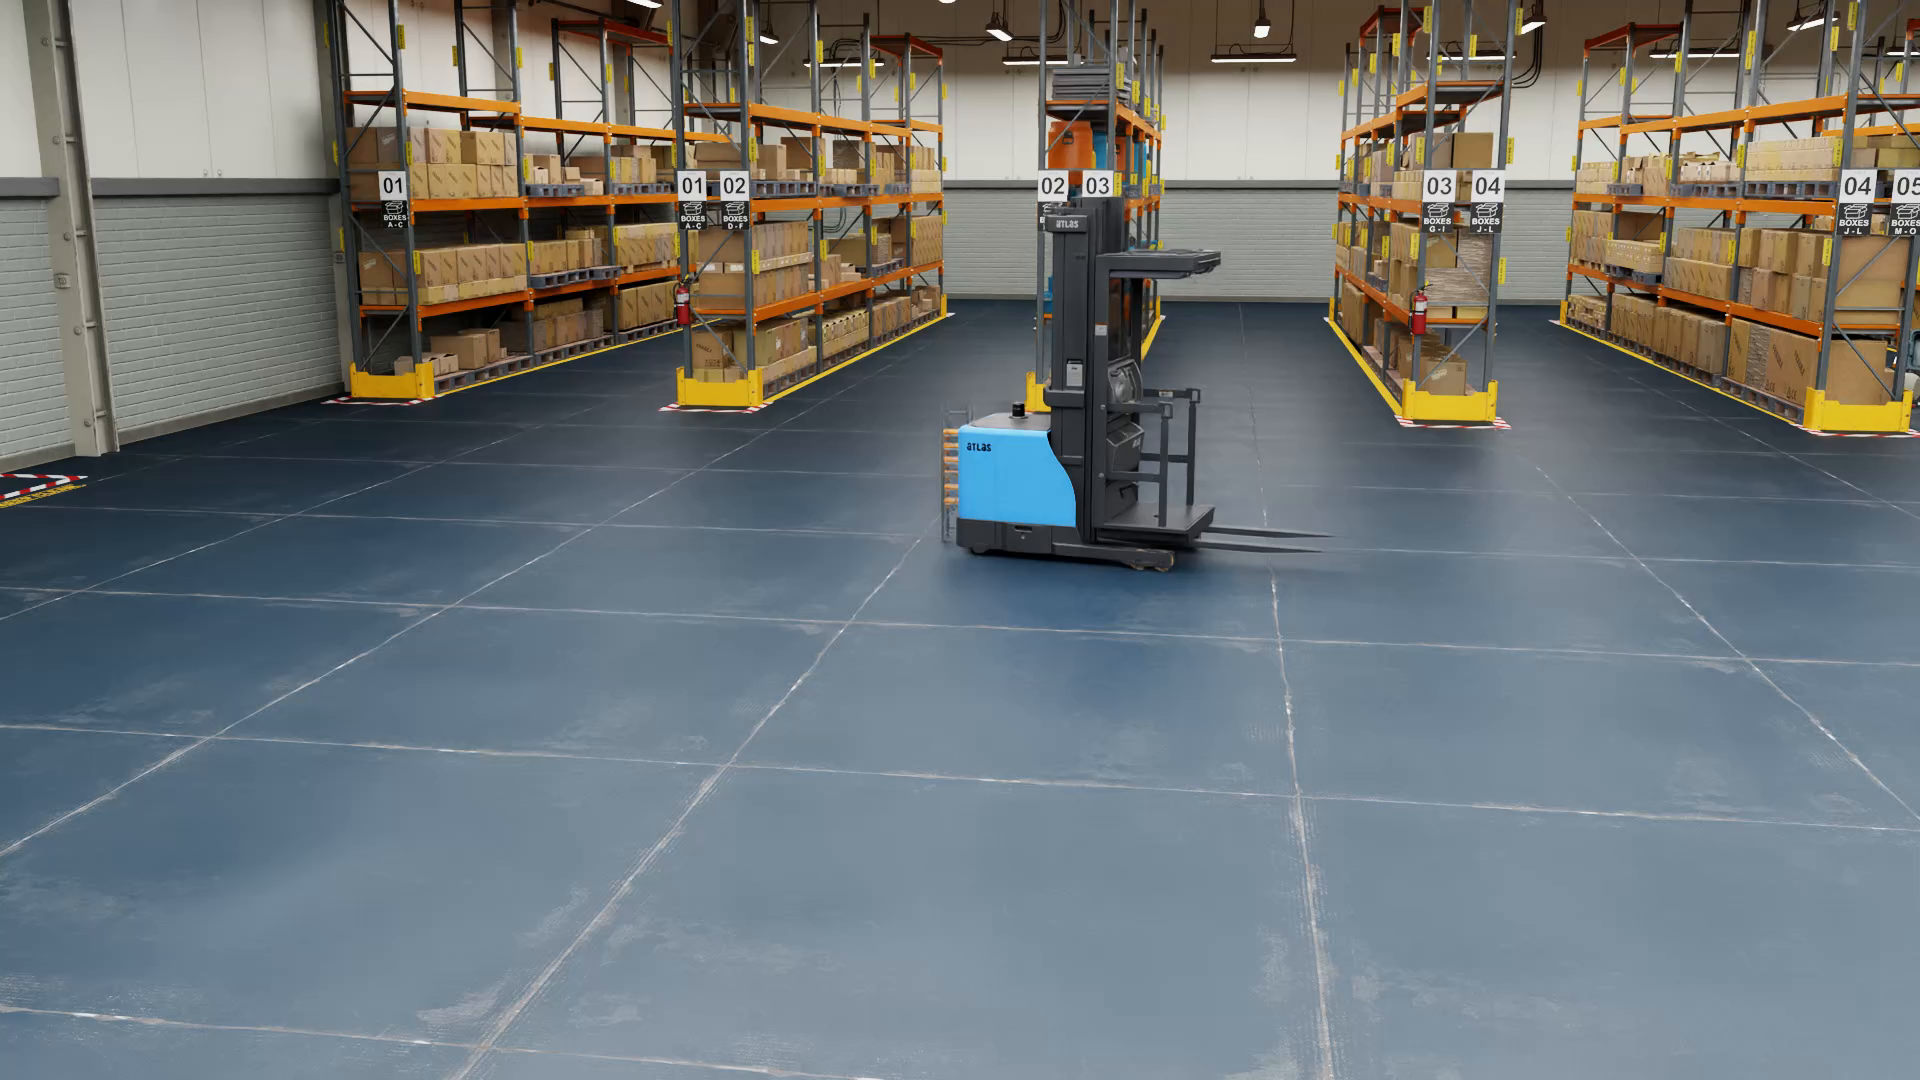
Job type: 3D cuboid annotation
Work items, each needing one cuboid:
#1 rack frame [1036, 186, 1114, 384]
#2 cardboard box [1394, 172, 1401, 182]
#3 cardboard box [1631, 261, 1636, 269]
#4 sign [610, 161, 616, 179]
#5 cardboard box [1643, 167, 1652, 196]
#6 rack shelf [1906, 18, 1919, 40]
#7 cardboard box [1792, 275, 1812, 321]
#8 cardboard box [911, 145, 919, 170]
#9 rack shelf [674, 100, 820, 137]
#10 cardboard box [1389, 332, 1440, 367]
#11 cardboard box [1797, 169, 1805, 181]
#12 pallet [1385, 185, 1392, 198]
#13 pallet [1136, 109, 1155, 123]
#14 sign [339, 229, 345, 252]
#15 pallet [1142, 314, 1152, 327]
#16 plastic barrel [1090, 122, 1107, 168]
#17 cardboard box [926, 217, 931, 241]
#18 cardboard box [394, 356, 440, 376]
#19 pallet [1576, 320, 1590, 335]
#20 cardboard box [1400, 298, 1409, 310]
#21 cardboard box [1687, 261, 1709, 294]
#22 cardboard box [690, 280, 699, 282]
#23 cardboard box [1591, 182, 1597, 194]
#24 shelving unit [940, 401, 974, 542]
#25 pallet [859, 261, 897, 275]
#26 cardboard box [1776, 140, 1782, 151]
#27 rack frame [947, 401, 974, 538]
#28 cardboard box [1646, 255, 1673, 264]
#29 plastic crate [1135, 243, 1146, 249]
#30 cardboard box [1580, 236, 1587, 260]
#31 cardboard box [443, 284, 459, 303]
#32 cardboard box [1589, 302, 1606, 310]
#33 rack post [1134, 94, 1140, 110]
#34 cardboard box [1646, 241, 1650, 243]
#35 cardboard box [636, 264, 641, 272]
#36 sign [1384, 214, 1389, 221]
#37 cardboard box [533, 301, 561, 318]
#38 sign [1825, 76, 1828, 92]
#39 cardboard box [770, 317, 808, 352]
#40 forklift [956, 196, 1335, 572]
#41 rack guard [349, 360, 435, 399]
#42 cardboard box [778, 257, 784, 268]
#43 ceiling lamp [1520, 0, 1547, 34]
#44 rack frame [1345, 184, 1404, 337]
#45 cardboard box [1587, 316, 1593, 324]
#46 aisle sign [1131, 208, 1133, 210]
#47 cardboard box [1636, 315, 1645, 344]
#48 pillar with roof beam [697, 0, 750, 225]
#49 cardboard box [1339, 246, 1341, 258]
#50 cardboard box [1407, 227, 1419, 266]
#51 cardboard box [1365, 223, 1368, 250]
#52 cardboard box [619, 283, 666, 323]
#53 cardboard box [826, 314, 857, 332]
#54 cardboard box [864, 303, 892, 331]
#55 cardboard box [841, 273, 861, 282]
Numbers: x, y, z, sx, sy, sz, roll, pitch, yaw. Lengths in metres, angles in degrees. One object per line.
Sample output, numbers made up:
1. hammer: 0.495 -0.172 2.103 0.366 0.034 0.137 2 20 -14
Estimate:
1. rack frame: 1.534 -3.218 22.304 1.000 3.000 0.127 2 12 9
2. cardboard box: 6.688 -5.420 24.813 0.380 0.149 0.250 2 12 7
3. cardboard box: 12.326 -4.954 29.960 0.380 0.149 0.250 1 12 6
4. sign: -6.489 -6.905 31.067 0.100 0.325 0.005 2 12 9
5. cardboard box: 12.525 -6.392 29.674 0.500 0.500 0.500 2 12 9
6. rack shelf: 17.758 -9.023 28.822 1.077 0.370 4.000 2 12 9
7. cardboard box: 11.389 -3.143 21.600 0.875 0.550 0.550 2 12 9
8. cardboard box: -1.261 -8.083 35.148 0.700 0.500 0.500 2 12 9
9. rack shelf: -3.052 -6.181 24.470 1.077 0.370 4.000 2 12 9
10. cardboard box: 7.159 -3.010 26.230 0.700 0.500 0.500 1 12 4
11. cardboard box: 11.186 -4.765 21.727 0.380 0.149 0.250 2 12 8
12. pallet: 7.243 -5.389 25.707 1.213 0.211 1.003 2 12 9
13. pallet: 2.905 -7.677 30.153 1.213 0.211 1.003 2 12 9
14. sign: -8.801 -4.281 23.741 0.100 0.325 0.005 2 12 9
15. pallet: 3.639 -4.762 36.087 1.003 0.211 1.213 2 12 9
16. plastic barrel: 1.890 -5.763 24.809 0.600 0.901 0.708 2 12 9
17. cardboard box: -0.927 -6.826 36.434 0.500 0.500 0.500 2 12 10
18. cardboard box: -8.060 -2.580 24.685 0.500 0.311 0.500 0 12 2
19. pallet: 13.412 -4.406 34.437 1.003 0.211 1.213 2 12 9
20. cardboard box: 6.395 -3.316 23.357 0.380 0.149 0.250 2 12 9
21. cardboard box: 11.976 -4.190 26.580 0.500 0.500 0.500 2 12 8
22. cardboard box: -6.136 -5.843 37.882 0.380 0.149 0.250 2 12 9
23. cardboard box: 13.210 -7.190 33.971 0.500 0.250 0.500 2 12 8
24. shelving unit: -0.021 -0.585 14.359 0.258 1.200 0.189 3 13 14
25. pallet: -1.835 -5.355 32.679 1.003 0.211 1.213 2 12 9
26. cardboard box: 11.342 -5.366 22.621 0.380 0.149 0.250 2 12 9
27. rack frame: 0.001 -0.604 14.446 0.240 1.200 0.006 3 13 14
28. cardboard box: 12.170 -4.886 28.940 0.380 0.149 0.250 2 12 10
29. plastic crate: 3.764 -5.954 34.707 0.402 0.464 0.583 2 12 9
30. cardboard box: 13.287 -6.102 34.745 0.500 0.500 0.500 2 12 9
31. cardboard box: -7.801 -3.675 24.734 0.500 0.250 0.500 1 12 7
32. cardboard box: 13.055 -4.776 33.892 0.380 0.149 0.250 1 12 6
33. rack post: 2.835 -7.931 30.113 0.954 0.300 0.937 2 12 9
34. cardboard box: 13.249 -5.601 31.550 0.380 0.149 0.250 2 12 7
35. cardboard box: -6.575 -5.421 33.075 0.380 0.149 0.250 2 12 10
36. sign: 9.423 -7.049 36.772 0.100 0.325 0.005 2 12 9
37. cardboard box: -7.403 -4.085 29.437 0.500 0.250 0.500 2 12 7
38. sign: 18.133 -9.553 34.866 0.100 0.325 0.005 2 12 9
39. cardboard box: -2.689 -3.232 26.120 0.500 0.500 0.500 2 12 9
40. forklift: 1.540 -1.305 13.591 3.031 2.935 1.130 5 13 20
41. rack guard: -8.244 -2.333 24.130 1.175 0.500 0.348 2 12 9
42. cardboard box: -2.850 -4.140 24.805 0.380 0.149 0.250 2 12 9
43. ceiling lamp: 10.868 -11.078 30.683 0.800 3.185 2.000 2 12 9
44. rack frame: 8.273 -5.555 33.150 1.000 3.000 0.127 2 12 9
45. cardboard box: 13.041 -4.493 33.993 0.380 0.149 0.250 2 12 9
46. aisle sign: 3.712 -7.844 37.599 0.394 0.787 0.004 2 12 9
47. cardboard box: 12.470 -3.778 29.838 0.500 0.500 0.500 2 12 11
48. pillar with roof beam: -1.980 -10.253 40.707 9.100 9.000 0.548 2 12 9
49. cardboard box: 8.394 -6.156 35.587 0.500 0.250 0.500 1 12 7
50. cardboard box: 6.339 -3.967 22.464 0.500 0.500 0.500 2 12 9
51. cardboard box: 7.986 -5.689 31.152 0.797 0.503 0.637 2 12 10
52. cardboard box: -6.515 -4.866 34.060 0.750 0.750 0.750 2 12 10
53. cardboard box: -2.121 -3.849 29.433 0.500 0.311 0.500 2 12 8
54. cardboard box: -1.620 -4.336 32.384 0.500 0.500 0.500 2 12 8
55. cardboard box: -1.995 -4.725 29.896 0.380 0.149 0.250 2 12 9
